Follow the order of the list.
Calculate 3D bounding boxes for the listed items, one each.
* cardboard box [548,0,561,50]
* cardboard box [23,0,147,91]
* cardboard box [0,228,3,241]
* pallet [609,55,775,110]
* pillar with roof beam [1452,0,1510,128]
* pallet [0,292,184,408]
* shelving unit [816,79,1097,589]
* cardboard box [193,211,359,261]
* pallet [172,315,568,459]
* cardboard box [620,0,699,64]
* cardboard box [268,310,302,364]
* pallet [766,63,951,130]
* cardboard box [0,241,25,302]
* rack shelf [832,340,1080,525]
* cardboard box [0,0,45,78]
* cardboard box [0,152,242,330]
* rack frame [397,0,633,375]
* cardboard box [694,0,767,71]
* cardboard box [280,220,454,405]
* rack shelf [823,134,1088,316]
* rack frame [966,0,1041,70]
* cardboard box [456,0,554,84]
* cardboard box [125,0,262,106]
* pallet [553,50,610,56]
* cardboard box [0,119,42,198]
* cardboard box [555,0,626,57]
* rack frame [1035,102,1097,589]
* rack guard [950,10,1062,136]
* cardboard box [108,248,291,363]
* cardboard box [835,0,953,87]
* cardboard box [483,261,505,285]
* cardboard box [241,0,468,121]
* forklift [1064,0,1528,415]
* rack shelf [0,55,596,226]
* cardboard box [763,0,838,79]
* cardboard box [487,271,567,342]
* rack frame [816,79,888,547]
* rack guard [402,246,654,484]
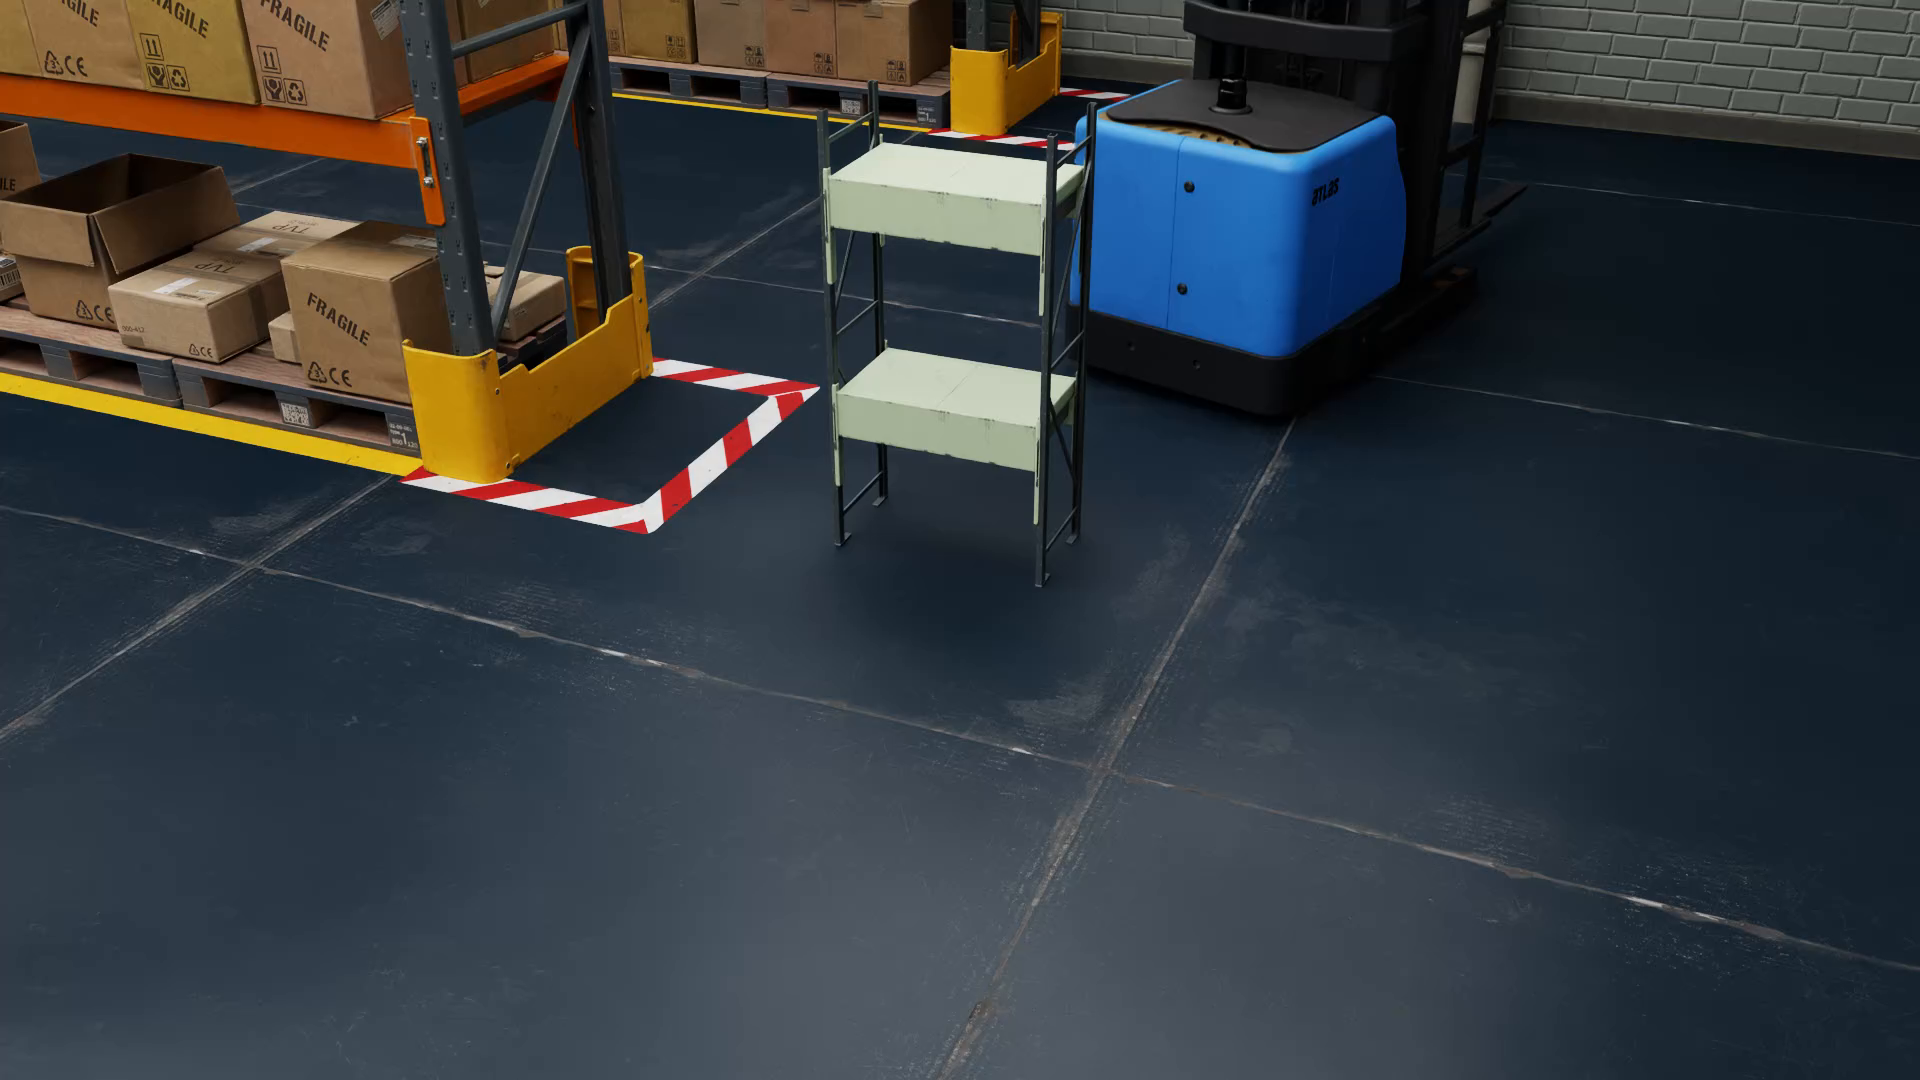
[{"bbox_3d":[-2.773,-3.695,11.352,0.500,0.500,0.700,12,32,20],"label":"cardboard box"},{"bbox_3d":[-3.040,-1.978,6.099,0.500,0.500,0.500,12,31,20],"label":"cardboard box"},{"bbox_3d":[-3.957,-1.432,7.521,0.500,0.311,0.500,11,31,19],"label":"cardboard box"},{"bbox_3d":[-1.618,-3.170,11.144,1.213,0.211,1.003,11,31,19],"label":"pallet"},{"bbox_3d":[1.488,-4.589,4.724,0.400,9.000,9.100,11,31,19],"label":"pillar with roof beam"},{"bbox_3d":[-3.516,-0.960,7.233,1.213,0.211,1.003,11,31,19],"label":"pallet"},{"bbox_3d":[-0.006,-0.654,5.383,0.755,1.500,0.431,11,31,19],"label":"shelving unit"},{"bbox_3d":[-2.904,-1.196,7.164,0.500,0.250,0.500,11,31,19],"label":"cardboard box"},{"bbox_3d":[-2.390,-0.733,6.833,1.213,0.211,1.003,11,31,19],"label":"pallet"},{"bbox_3d":[-1.834,-3.505,11.015,0.500,0.500,0.700,12,32,20],"label":"cardboard box"},{"bbox_3d":[-2.518,-0.848,6.635,0.250,0.166,0.380,11,31,19],"label":"cardboard box"},{"bbox_3d":[-0.491,-2.944,10.744,1.213,0.211,1.003,11,31,19],"label":"pallet"},{"bbox_3d":[-4.174,-1.152,7.173,0.250,0.166,0.380,11,31,19],"label":"cardboard box"},{"bbox_3d":[-0.006,-0.370,5.544,0.720,0.370,0.431,11,31,19],"label":"rack shelf"},{"bbox_3d":[-3.507,-2.071,6.264,0.500,0.500,0.500,11,31,18],"label":"cardboard box"},{"bbox_3d":[-3.544,-1.286,7.066,0.637,0.503,0.797,11,31,19],"label":"cardboard box"},{"bbox_3d":[-1.580,-1.786,5.862,0.127,3.000,1.000,11,31,19],"label":"rack frame"},{"bbox_3d":[-1.337,-3.409,10.847,0.500,0.500,0.700,10,31,17],"label":"cardboard box"},{"bbox_3d":[-2.176,-0.878,6.348,0.500,0.500,0.500,11,31,19],"label":"cardboard box"},{"bbox_3d":[-0.006,-0.994,5.191,0.720,0.370,0.431,11,31,19],"label":"rack shelf"},{"bbox_3d":[0.279,-4.045,9.859,0.127,3.000,1.000,11,31,19],"label":"rack frame"},{"bbox_3d":[-1.892,-2.032,6.195,0.500,0.500,0.500,12,32,20],"label":"cardboard box"},{"bbox_3d":[-2.579,-1.883,5.931,0.500,0.500,0.500,12,31,20],"label":"cardboard box"},{"bbox_3d":[-2.752,-3.395,11.542,1.213,0.211,1.003,11,31,19],"label":"pallet"},{"bbox_3d":[-4.652,-1.653,7.720,0.500,0.500,0.500,11,31,19],"label":"cardboard box"},{"bbox_3d":[-2.309,-3.601,11.185,0.500,0.500,0.700,11,31,19],"label":"cardboard box"},{"bbox_3d":[0.333,-0.586,5.263,0.023,1.500,0.400,11,31,19],"label":"rack frame"},{"bbox_3d":[0.301,-2.953,10.466,0.348,0.500,1.175,11,31,19],"label":"rack guard"},{"bbox_3d":[-3.045,-0.958,6.744,0.500,0.250,0.500,11,31,19],"label":"cardboard box"},{"bbox_3d":[-0.407,-3.224,10.519,0.500,0.500,0.700,11,31,19],"label":"cardboard box"},{"bbox_3d":[-2.070,-1.025,6.947,0.250,0.166,0.380,11,31,19],"label":"cardboard box"},{"bbox_3d":[-2.097,-1.788,5.764,0.500,0.500,0.500,12,32,21],"label":"cardboard box"},{"bbox_3d":[1.732,-2.424,7.060,1.130,2.935,3.031,21,35,32],"label":"forklift"},{"bbox_3d":[-3.433,-1.843,6.693,4.000,0.370,1.077,11,31,19],"label":"rack shelf"},{"bbox_3d":[-0.871,-3.317,10.683,0.500,0.500,0.700,11,31,19],"label":"cardboard box"},{"bbox_3d":[-1.839,-0.971,6.869,0.250,0.149,0.380,11,31,19],"label":"cardboard box"},{"bbox_3d":[-0.345,-0.722,5.503,0.023,1.500,0.400,11,31,19],"label":"rack frame"},{"bbox_3d":[-1.650,-0.712,6.502,0.348,0.500,1.175,11,31,19],"label":"rack guard"}]
